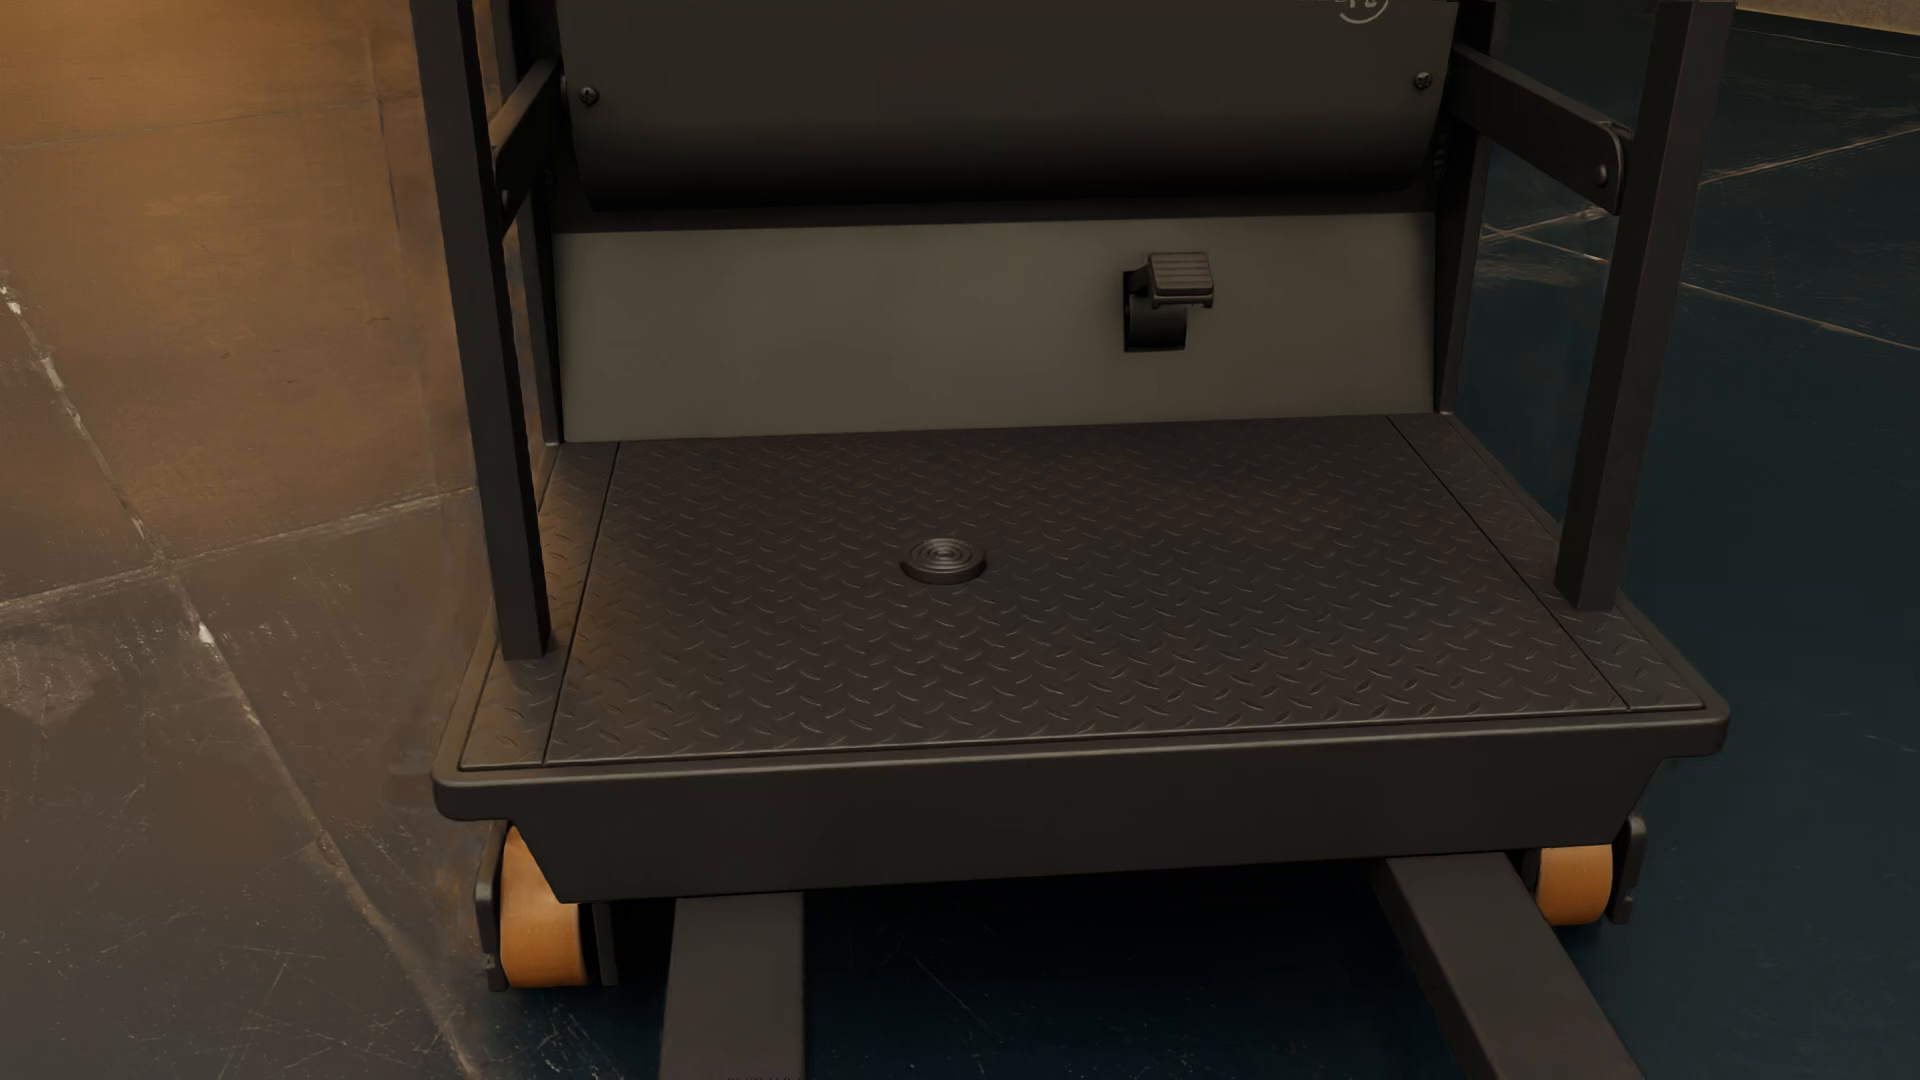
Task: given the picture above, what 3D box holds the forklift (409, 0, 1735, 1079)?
[{"bbox_3d":[0.076,-1.030,1.285,1.130,2.935,3.031,-2,27,-5],"label":"forklift"}]
